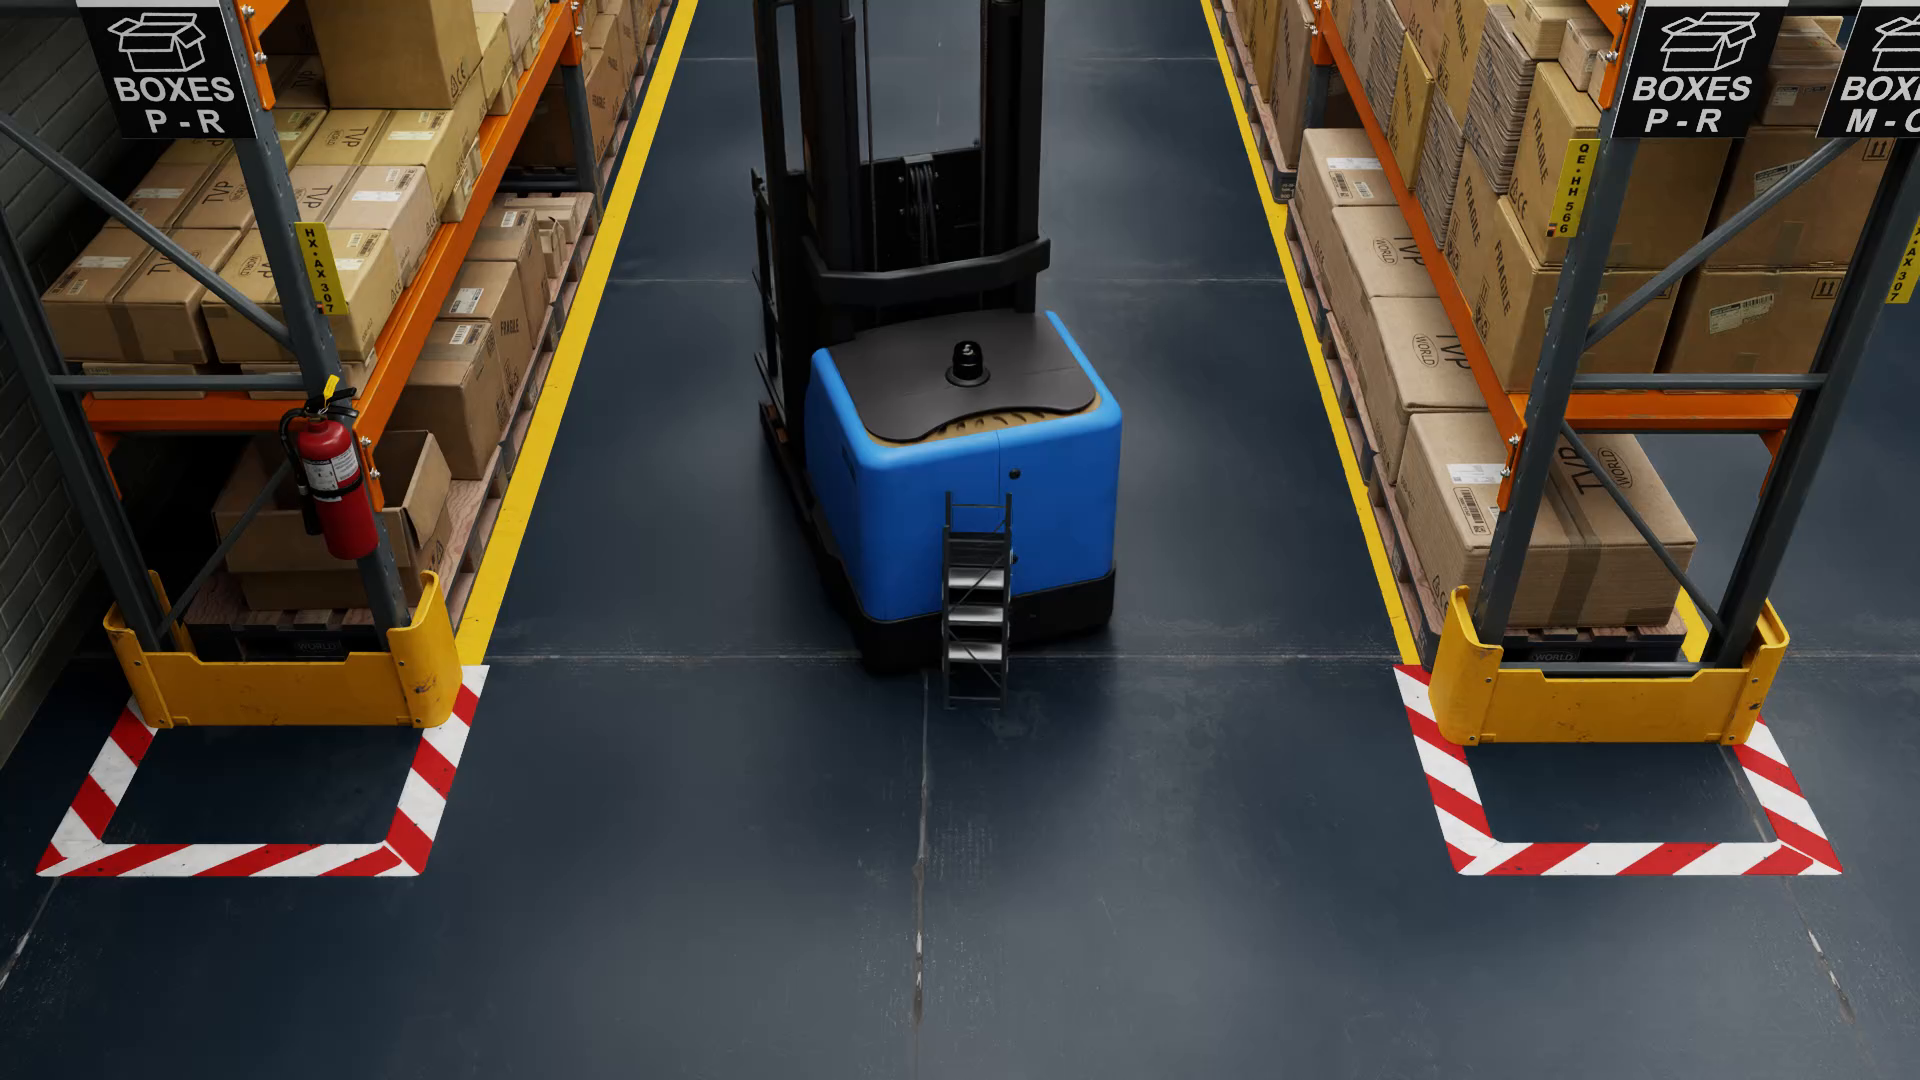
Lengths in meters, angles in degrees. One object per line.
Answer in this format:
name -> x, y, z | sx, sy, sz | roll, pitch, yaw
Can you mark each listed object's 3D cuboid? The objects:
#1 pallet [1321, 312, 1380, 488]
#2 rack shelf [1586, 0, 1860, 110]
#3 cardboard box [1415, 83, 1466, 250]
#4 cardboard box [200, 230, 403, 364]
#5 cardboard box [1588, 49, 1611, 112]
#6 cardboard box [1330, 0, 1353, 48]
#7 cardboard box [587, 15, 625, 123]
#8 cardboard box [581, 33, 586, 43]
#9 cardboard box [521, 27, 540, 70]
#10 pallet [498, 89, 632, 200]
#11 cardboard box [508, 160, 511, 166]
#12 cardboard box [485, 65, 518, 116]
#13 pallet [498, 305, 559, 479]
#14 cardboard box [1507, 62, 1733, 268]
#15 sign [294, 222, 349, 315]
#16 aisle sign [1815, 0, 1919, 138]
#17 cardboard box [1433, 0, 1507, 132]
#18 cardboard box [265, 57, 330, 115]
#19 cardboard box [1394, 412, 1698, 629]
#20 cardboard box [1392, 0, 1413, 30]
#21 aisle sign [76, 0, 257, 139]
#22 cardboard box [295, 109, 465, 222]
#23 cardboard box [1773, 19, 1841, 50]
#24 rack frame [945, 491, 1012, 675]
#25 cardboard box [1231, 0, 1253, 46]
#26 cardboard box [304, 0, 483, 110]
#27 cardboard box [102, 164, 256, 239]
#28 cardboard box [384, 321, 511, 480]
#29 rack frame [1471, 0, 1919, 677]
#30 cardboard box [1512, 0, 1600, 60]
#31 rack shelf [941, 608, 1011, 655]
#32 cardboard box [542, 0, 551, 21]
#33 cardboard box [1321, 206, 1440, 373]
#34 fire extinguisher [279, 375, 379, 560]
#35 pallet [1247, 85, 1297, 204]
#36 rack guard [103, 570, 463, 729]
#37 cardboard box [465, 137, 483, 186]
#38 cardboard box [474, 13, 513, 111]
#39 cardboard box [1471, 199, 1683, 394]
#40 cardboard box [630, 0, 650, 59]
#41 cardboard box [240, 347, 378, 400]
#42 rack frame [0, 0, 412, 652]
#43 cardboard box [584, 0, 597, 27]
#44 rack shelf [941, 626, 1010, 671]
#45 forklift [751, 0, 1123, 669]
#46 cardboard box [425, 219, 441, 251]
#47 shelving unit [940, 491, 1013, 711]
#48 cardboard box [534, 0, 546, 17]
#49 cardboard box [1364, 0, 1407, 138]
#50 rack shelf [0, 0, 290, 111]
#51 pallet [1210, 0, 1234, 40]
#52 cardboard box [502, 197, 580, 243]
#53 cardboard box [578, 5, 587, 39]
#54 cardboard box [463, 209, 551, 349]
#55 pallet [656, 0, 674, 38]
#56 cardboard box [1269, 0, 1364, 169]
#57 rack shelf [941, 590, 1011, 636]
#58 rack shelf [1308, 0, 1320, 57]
pallet -> 2.337, -0.690, 7.943 | 1.003, 0.211, 1.213 | 0, 39, 0
rack shelf -> 2.412, -2.658, 6.345 | 1.077, 0.370, 4.000 | 0, 39, 0
cardboard box -> 2.153, -1.493, 6.635 | 0.500, 0.500, 0.500 | 1, 39, 1
cardboard box -> -2.280, -0.853, 5.798 | 0.500, 0.250, 0.500 | 0, 39, 0
cardboard box -> 2.214, -1.424, 5.230 | 0.380, 0.149, 0.250 | 0, 39, 1
cardboard box -> 2.149, -2.764, 8.221 | 0.500, 0.500, 0.500 | 1, 39, 1
cardboard box -> -2.340, -2.837, 10.055 | 0.500, 0.500, 0.500 | -1, 39, -1
cardboard box -> -2.366, -2.852, 9.555 | 0.380, 0.149, 0.250 | -1, 39, -1
cardboard box -> -2.254, -2.390, 8.035 | 0.380, 0.149, 0.250 | 1, 39, 1
pallet -> -2.592, -2.433, 10.118 | 1.003, 0.211, 1.213 | 0, 39, 0
cardboard box -> -2.850, -2.508, 9.644 | 0.500, 0.500, 0.500 | 0, 39, 0
cardboard box -> -2.253, -2.067, 7.631 | 0.380, 0.149, 0.250 | -1, 39, -1
pallet -> -2.550, -0.730, 7.993 | 1.003, 0.211, 1.213 | 0, 39, 0
cardboard box -> 2.176, -1.248, 5.529 | 0.500, 0.500, 0.500 | 1, 39, 1
sign -> -2.006, -0.850, 5.220 | 0.100, 0.325, 0.005 | 0, 39, 0
aisle sign -> 2.705, -1.487, 4.628 | 0.394, 0.787, 0.004 | 0, 39, 0
cardboard box -> 2.149, -1.884, 6.323 | 0.500, 0.500, 0.500 | 0, 39, 0
cardboard box -> -2.811, -1.816, 6.999 | 0.500, 0.250, 0.500 | 0, 39, 0
cardboard box -> 2.314, -0.094, 6.682 | 0.875, 0.438, 0.875 | -1, 39, -2
cardboard box -> 2.152, -2.514, 7.109 | 0.500, 0.500, 0.500 | 1, 39, 1
aisle sign -> -2.255, -1.484, 4.624 | 0.394, 0.787, 0.004 | 0, 39, 0
cardboard box -> -2.285, -1.485, 6.587 | 0.500, 0.250, 0.500 | -1, 39, -1
cardboard box -> 2.620, -1.586, 5.432 | 0.380, 0.149, 0.250 | 1, 39, 1
rack frame -> 0.065, 0.179, 6.307 | 0.240, 0.900, 0.006 | 2, 39, 1
cardboard box -> 2.320, -3.865, 11.038 | 0.875, 0.875, 0.875 | 0, 39, 1
cardboard box -> -2.282, -2.084, 6.734 | 0.500, 0.500, 0.500 | 1, 39, 1
cardboard box -> -2.814, -1.179, 6.205 | 0.500, 0.250, 0.500 | 0, 39, 0
cardboard box -> -2.417, -0.617, 7.284 | 0.700, 0.500, 0.500 | 1, 39, 2
rack frame -> 2.415, -0.517, 5.497 | 1.000, 3.000, 0.127 | 0, 39, 0
cardboard box -> 2.105, -1.744, 5.630 | 0.380, 0.149, 0.250 | 0, 39, 0
rack shelf -> 0.061, 0.338, 6.304 | 0.258, 0.077, 0.200 | 2, 39, 1
cardboard box -> -2.301, -2.716, 8.441 | 0.380, 0.149, 0.250 | 0, 39, 1
cardboard box -> 2.305, -1.230, 8.100 | 0.875, 0.438, 0.875 | -1, 39, -1
fire extinguisher -> -2.087, -0.244, 5.516 | 0.296, 0.674, 0.183 | 0, 39, 0
pallet -> 2.334, -2.413, 10.092 | 1.003, 0.211, 1.213 | 0, 39, 0
rack guard -> -2.549, 0.416, 6.331 | 1.175, 0.500, 0.348 | 0, 39, 0
cardboard box -> -2.248, -1.590, 7.036 | 0.380, 0.149, 0.250 | 1, 39, 1
cardboard box -> -2.306, -2.127, 7.388 | 0.500, 0.250, 0.500 | 0, 39, 0
cardboard box -> 2.149, -0.858, 5.842 | 0.500, 0.500, 0.500 | 0, 39, 0
cardboard box -> -2.330, -3.473, 10.849 | 0.500, 0.500, 0.500 | -1, 39, -2
cardboard box -> -2.275, -0.619, 5.825 | 0.380, 0.149, 0.250 | 0, 39, 0
rack frame -> -2.549, -0.512, 5.490 | 1.000, 3.000, 0.127 | 0, 39, 0
cardboard box -> -2.391, -3.184, 9.969 | 0.380, 0.149, 0.250 | -1, 39, -1
rack shelf -> 0.060, 0.409, 6.361 | 0.258, 0.077, 0.200 | 2, 39, 1
forklift -> -0.305, -1.568, 6.862 | 1.130, 2.935, 3.031 | -11, 40, -14
cardboard box -> -2.302, -1.267, 6.633 | 0.380, 0.149, 0.250 | 1, 39, 1
shelving unit -> 0.061, 0.242, 6.227 | 0.258, 0.900, 0.210 | 2, 39, 1
cardboard box -> -2.309, -2.752, 8.168 | 0.500, 0.250, 0.500 | 1, 39, 1
cardboard box -> 2.139, -2.138, 7.440 | 0.500, 0.500, 0.500 | 0, 39, 0
rack shelf -> -2.551, -2.652, 6.337 | 1.077, 0.370, 4.000 | 0, 39, 0
pallet -> 2.331, -3.939, 11.996 | 1.003, 0.211, 1.213 | 0, 39, 0
cardboard box -> -2.259, -1.716, 8.937 | 0.380, 0.149, 0.250 | -1, 39, -1
cardboard box -> -2.336, -2.958, 9.448 | 0.380, 0.149, 0.250 | -2, 39, -2
cardboard box -> -2.418, -1.266, 8.095 | 0.700, 0.500, 0.500 | -1, 39, -2
pallet -> -2.595, -3.959, 12.022 | 1.003, 0.211, 1.213 | 0, 39, 0
cardboard box -> 2.329, -2.741, 9.635 | 0.875, 0.875, 0.875 | 1, 39, 1
rack shelf -> 0.061, 0.268, 6.248 | 0.258, 0.077, 0.200 | 2, 39, 1
rack shelf -> 2.408, -3.989, 10.404 | 1.077, 0.370, 4.000 | 0, 39, 0
